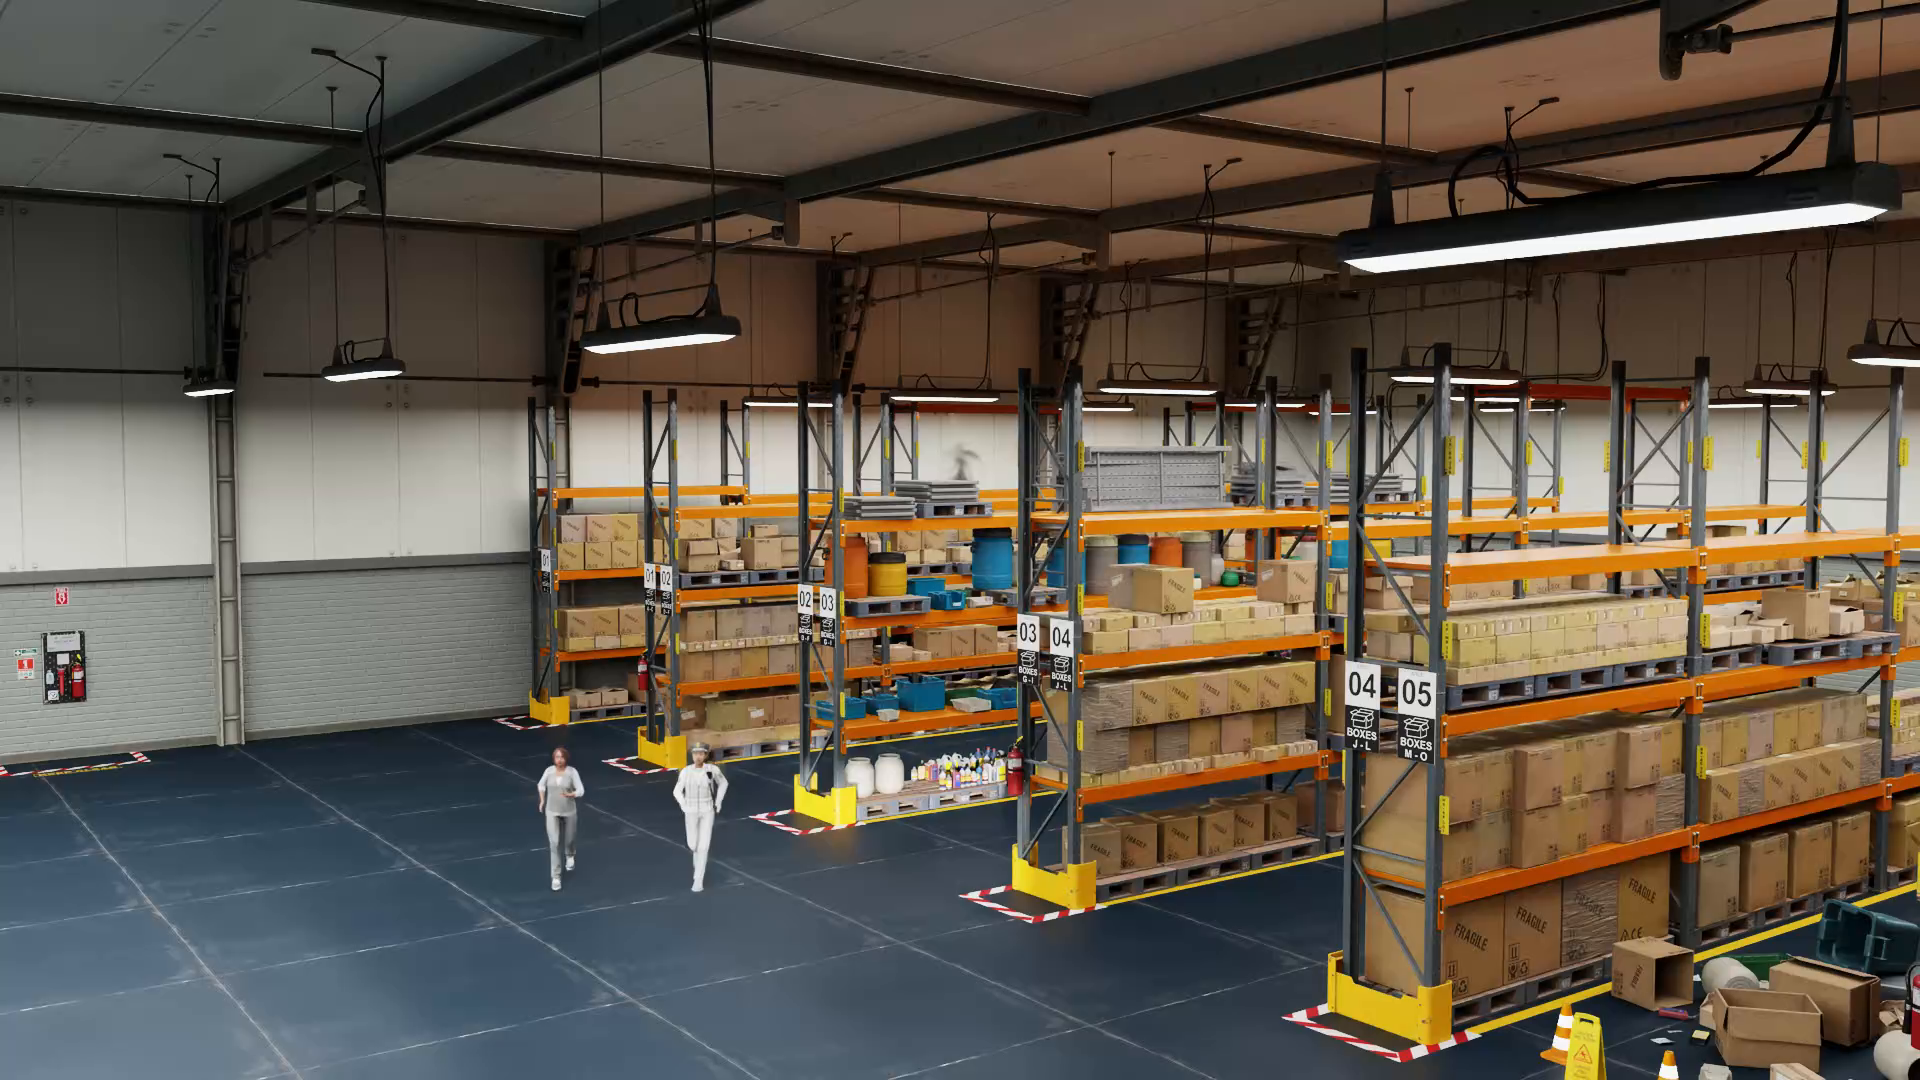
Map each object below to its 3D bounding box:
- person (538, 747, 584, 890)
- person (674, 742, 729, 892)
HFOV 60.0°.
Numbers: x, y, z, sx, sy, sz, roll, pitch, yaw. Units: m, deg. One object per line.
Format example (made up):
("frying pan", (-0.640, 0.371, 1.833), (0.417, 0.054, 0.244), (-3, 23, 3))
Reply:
("person", (-4.658, 3.201, 19.407), (0.539, 1.582, 0.881), (-1, 3, -9))
("person", (-3.036, 3.189, 19.482), (0.626, 1.694, 0.833), (0, 3, -3))
